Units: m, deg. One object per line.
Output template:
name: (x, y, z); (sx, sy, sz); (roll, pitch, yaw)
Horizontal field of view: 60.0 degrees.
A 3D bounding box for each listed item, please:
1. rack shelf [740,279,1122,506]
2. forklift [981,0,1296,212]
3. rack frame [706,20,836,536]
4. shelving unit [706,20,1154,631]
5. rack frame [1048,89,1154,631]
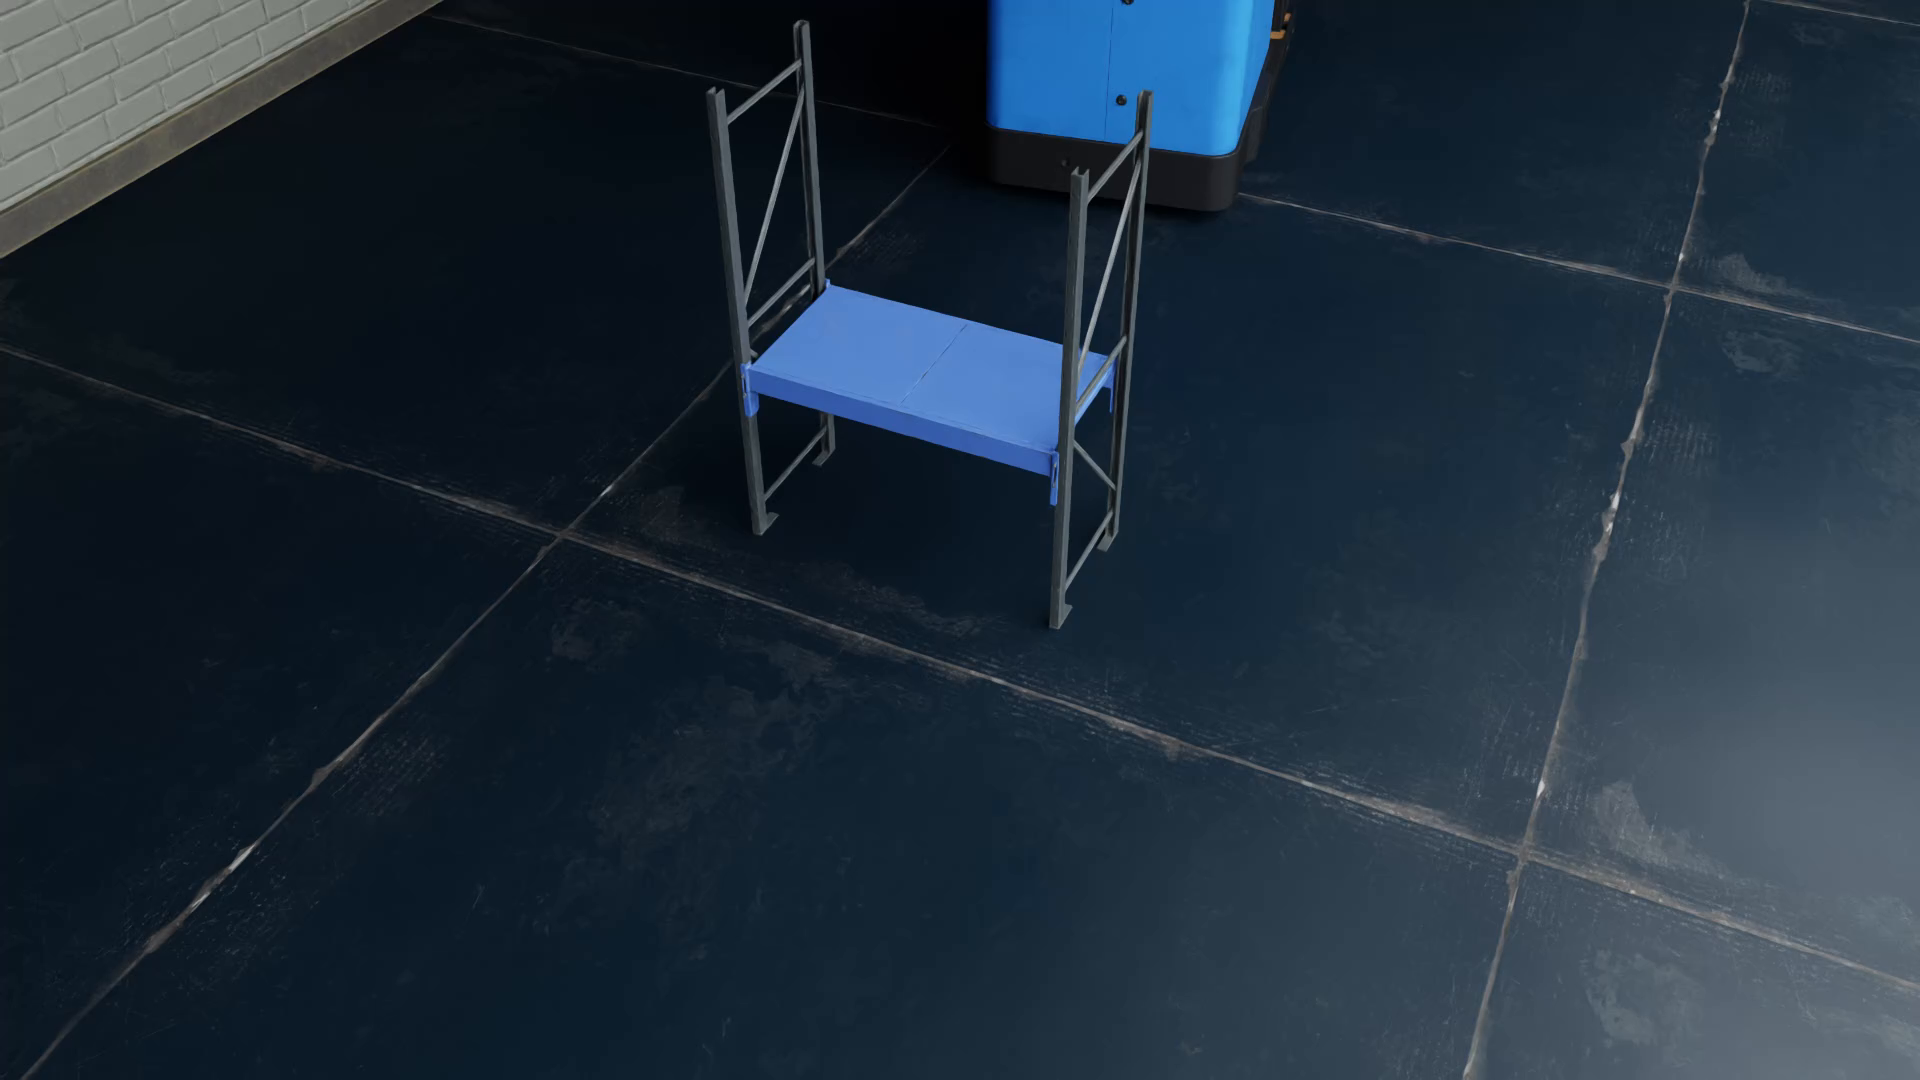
rack shelf: (-0.077, -0.454, 4.904); (1.000, 0.185, 0.538); (17, 44, 19)
forklift: (0.977, -3.398, 6.932); (1.130, 2.935, 3.031); (10, 42, 12)
rack frame: (-0.538, -0.731, 4.948); (0.032, 1.500, 0.500); (17, 44, 19)
shelving unit: (-0.077, -0.590, 4.786); (1.048, 1.500, 0.538); (17, 44, 19)
rack frame: (0.383, -0.450, 4.624); (0.032, 1.500, 0.500); (17, 44, 19)
